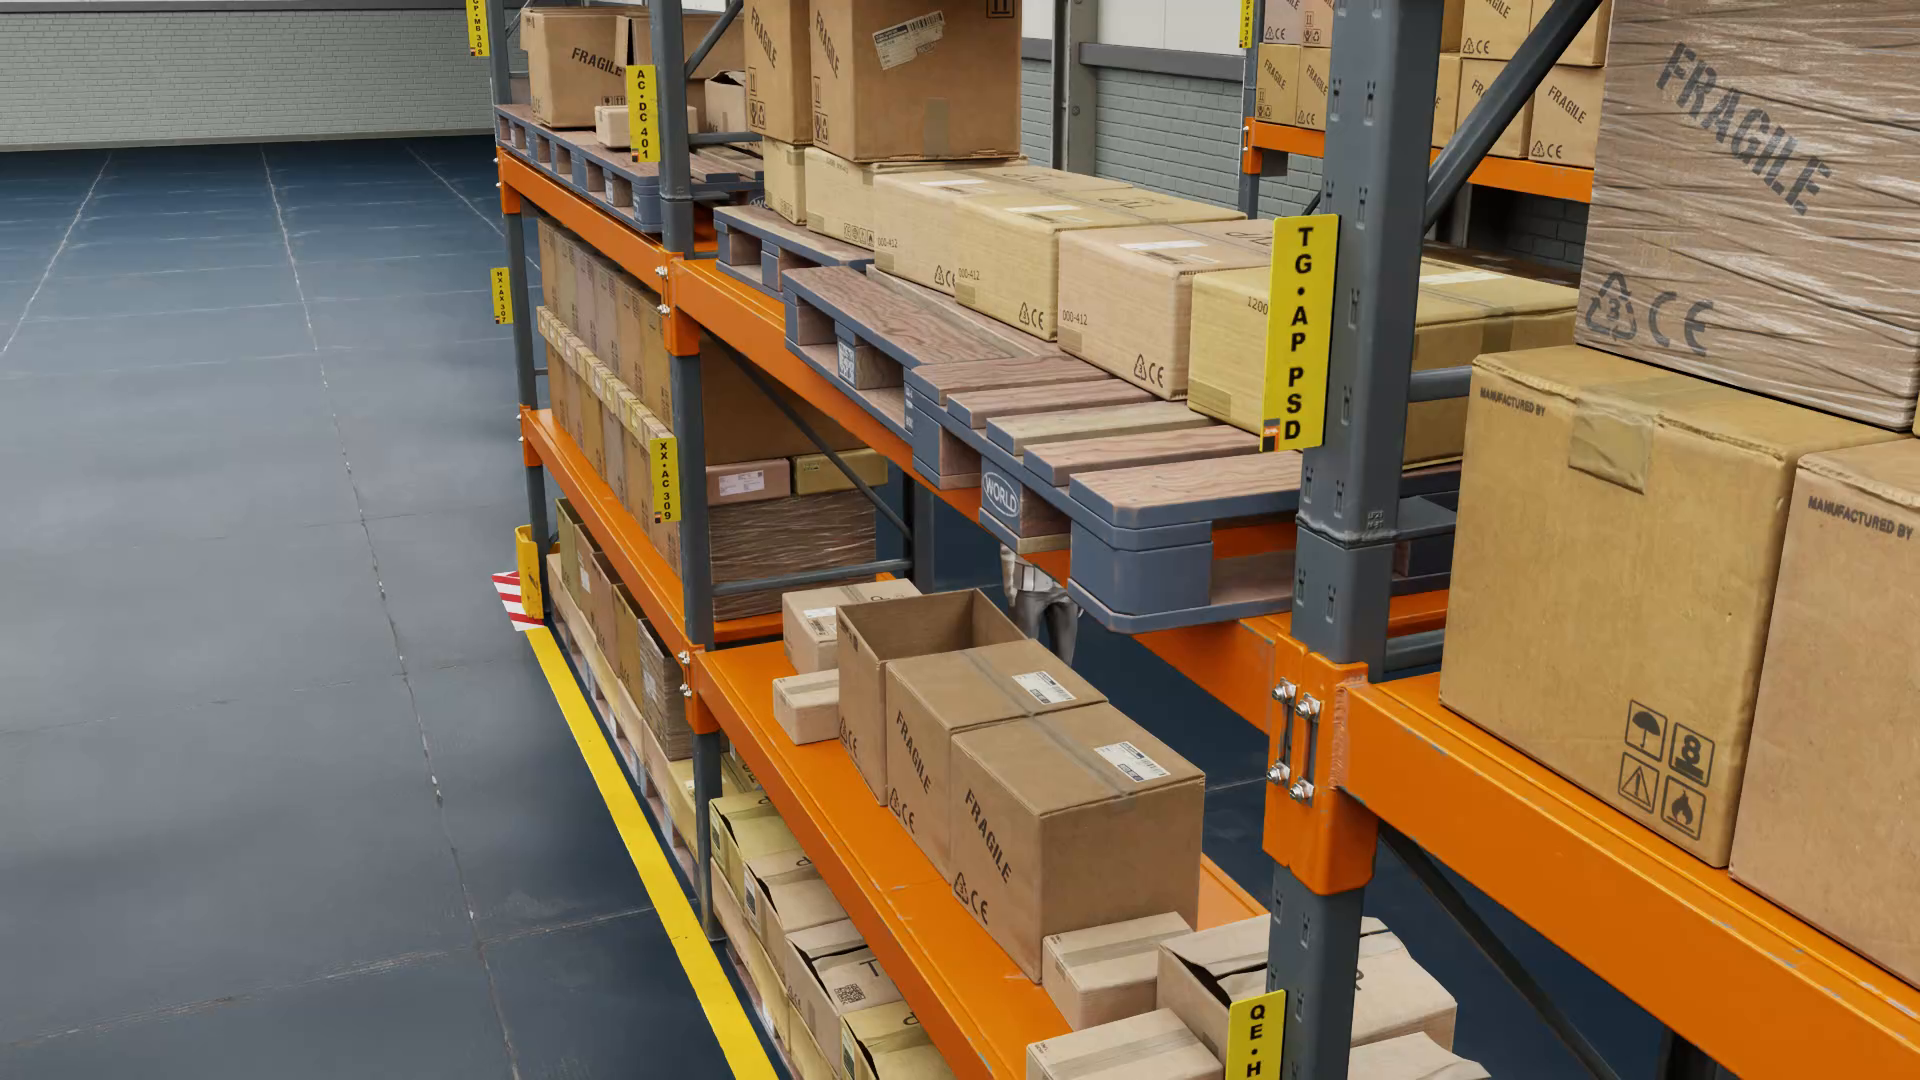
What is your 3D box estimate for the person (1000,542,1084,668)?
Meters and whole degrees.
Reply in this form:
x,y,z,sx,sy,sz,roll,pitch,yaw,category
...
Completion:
x,y,z,sx,sy,sz,roll,pitch,yaw,category
0.433,0.260,8.324,0.466,1.690,0.334,-7,20,-20,person
